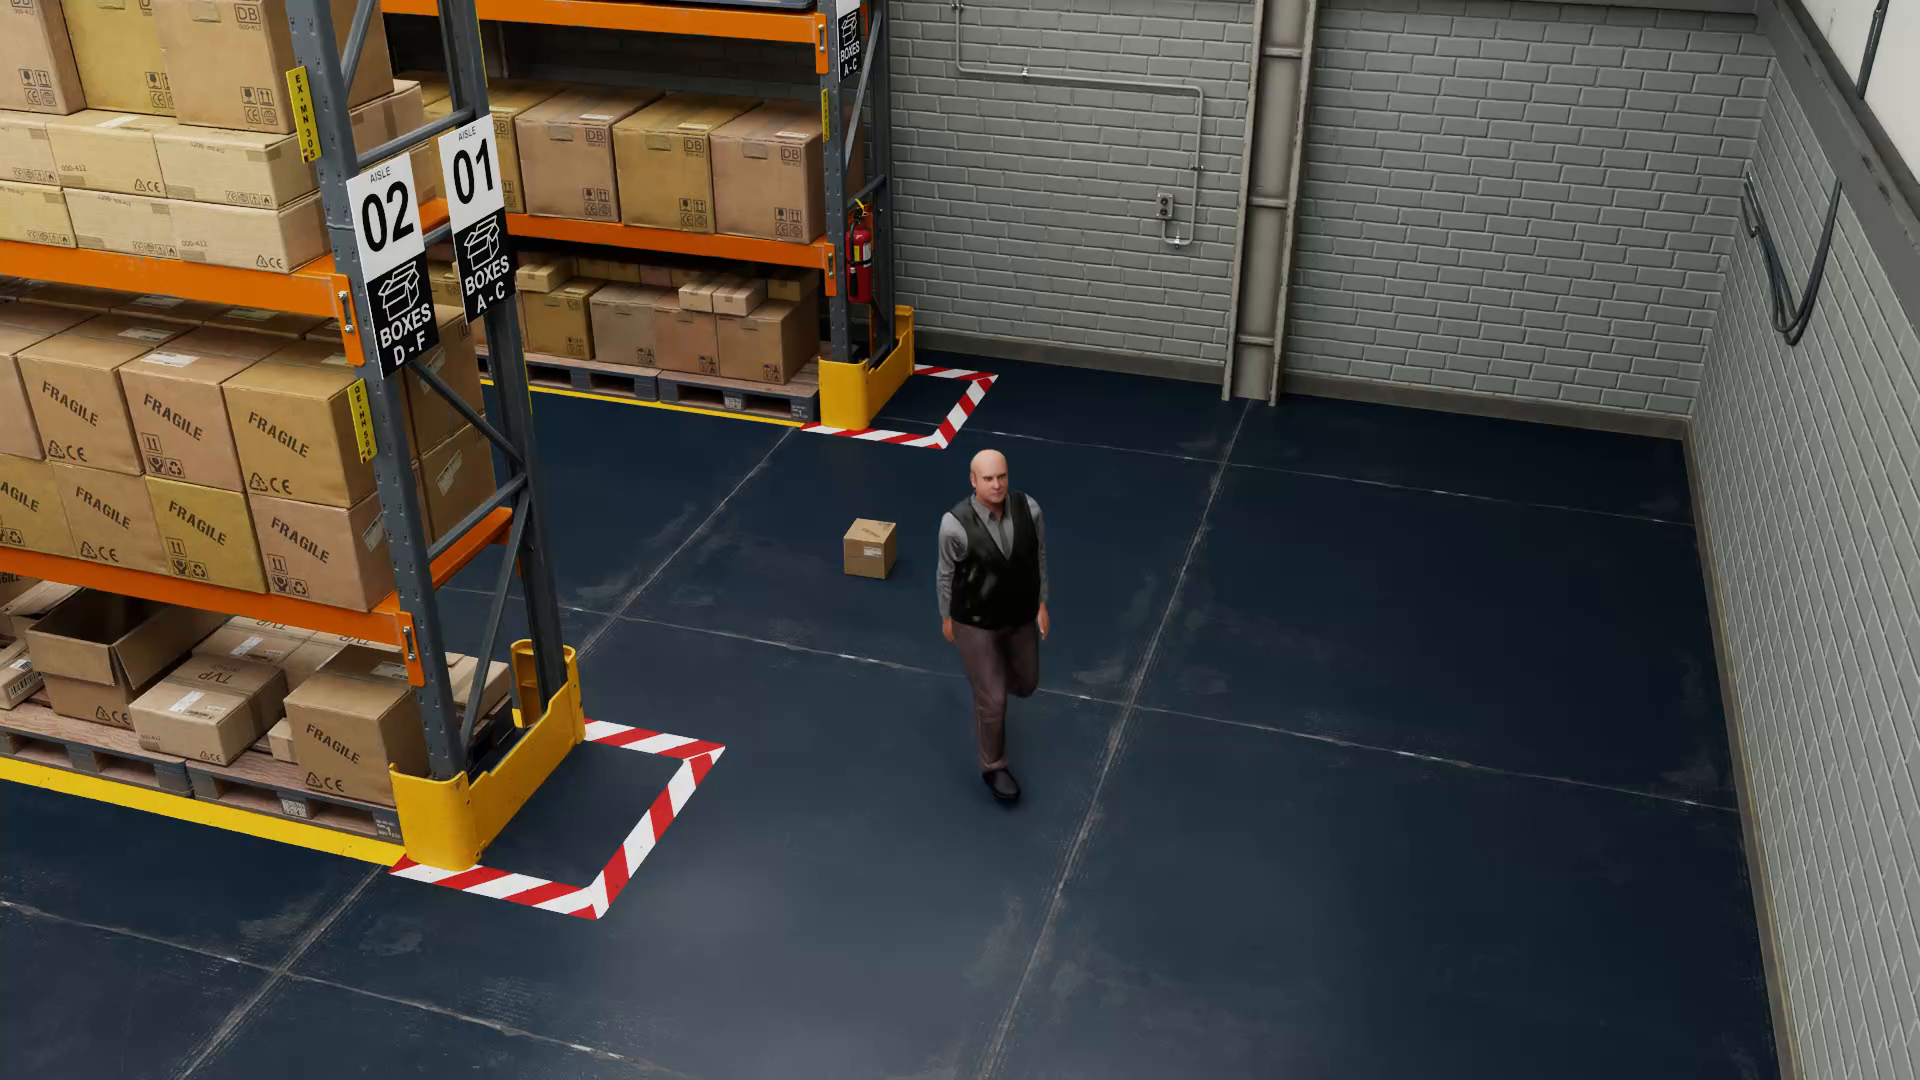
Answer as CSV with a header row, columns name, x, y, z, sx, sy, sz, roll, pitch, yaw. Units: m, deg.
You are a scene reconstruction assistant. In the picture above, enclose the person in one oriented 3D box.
name,x,y,z,sx,sy,sz,roll,pitch,yaw
person,0.150,0.340,7.892,0.530,1.695,0.802,-13,32,-22
